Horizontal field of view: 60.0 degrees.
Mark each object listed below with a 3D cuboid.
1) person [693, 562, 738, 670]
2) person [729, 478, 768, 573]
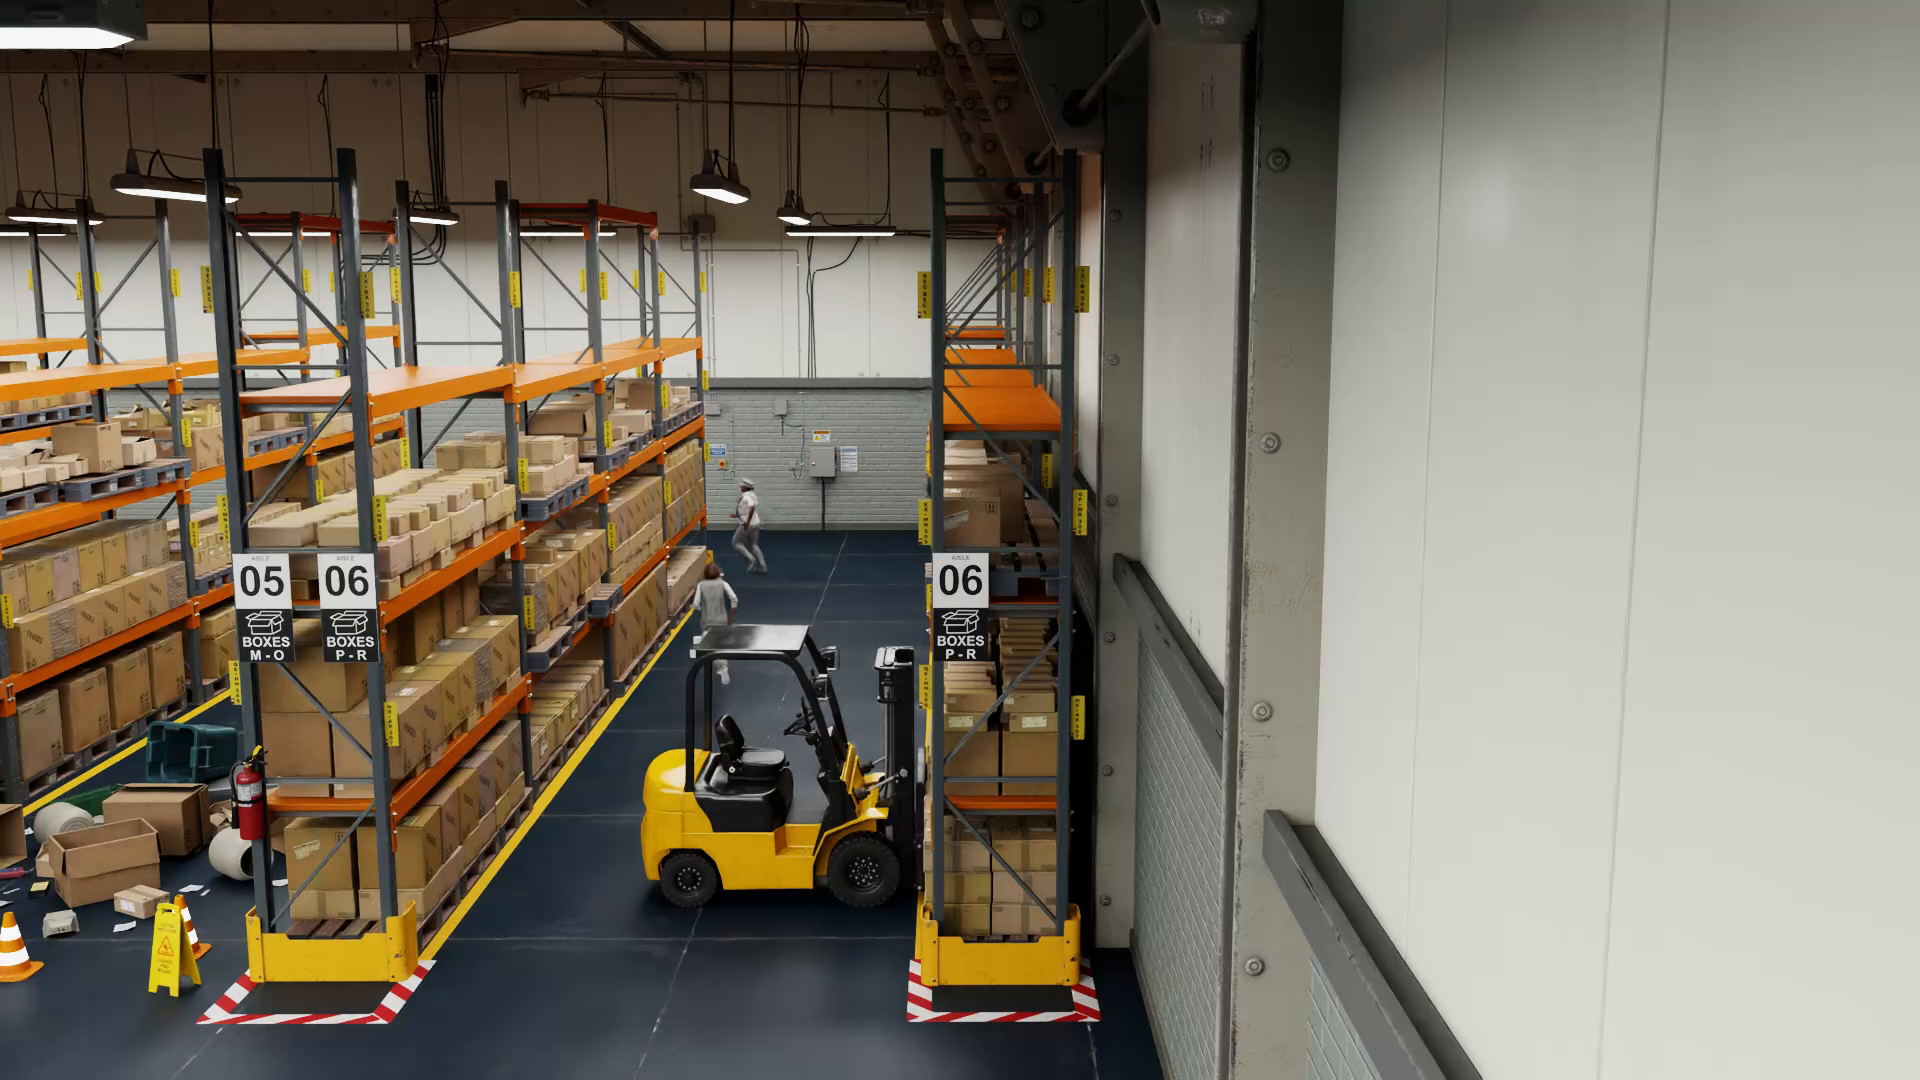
[{"bbox_3d":[-3.005,0.940,20.412,0.541,1.350,0.538,-2,9,-12],"label":"person"},{"bbox_3d":[-3.689,-0.255,28.771,0.720,1.646,0.541,3,10,19],"label":"person"}]
